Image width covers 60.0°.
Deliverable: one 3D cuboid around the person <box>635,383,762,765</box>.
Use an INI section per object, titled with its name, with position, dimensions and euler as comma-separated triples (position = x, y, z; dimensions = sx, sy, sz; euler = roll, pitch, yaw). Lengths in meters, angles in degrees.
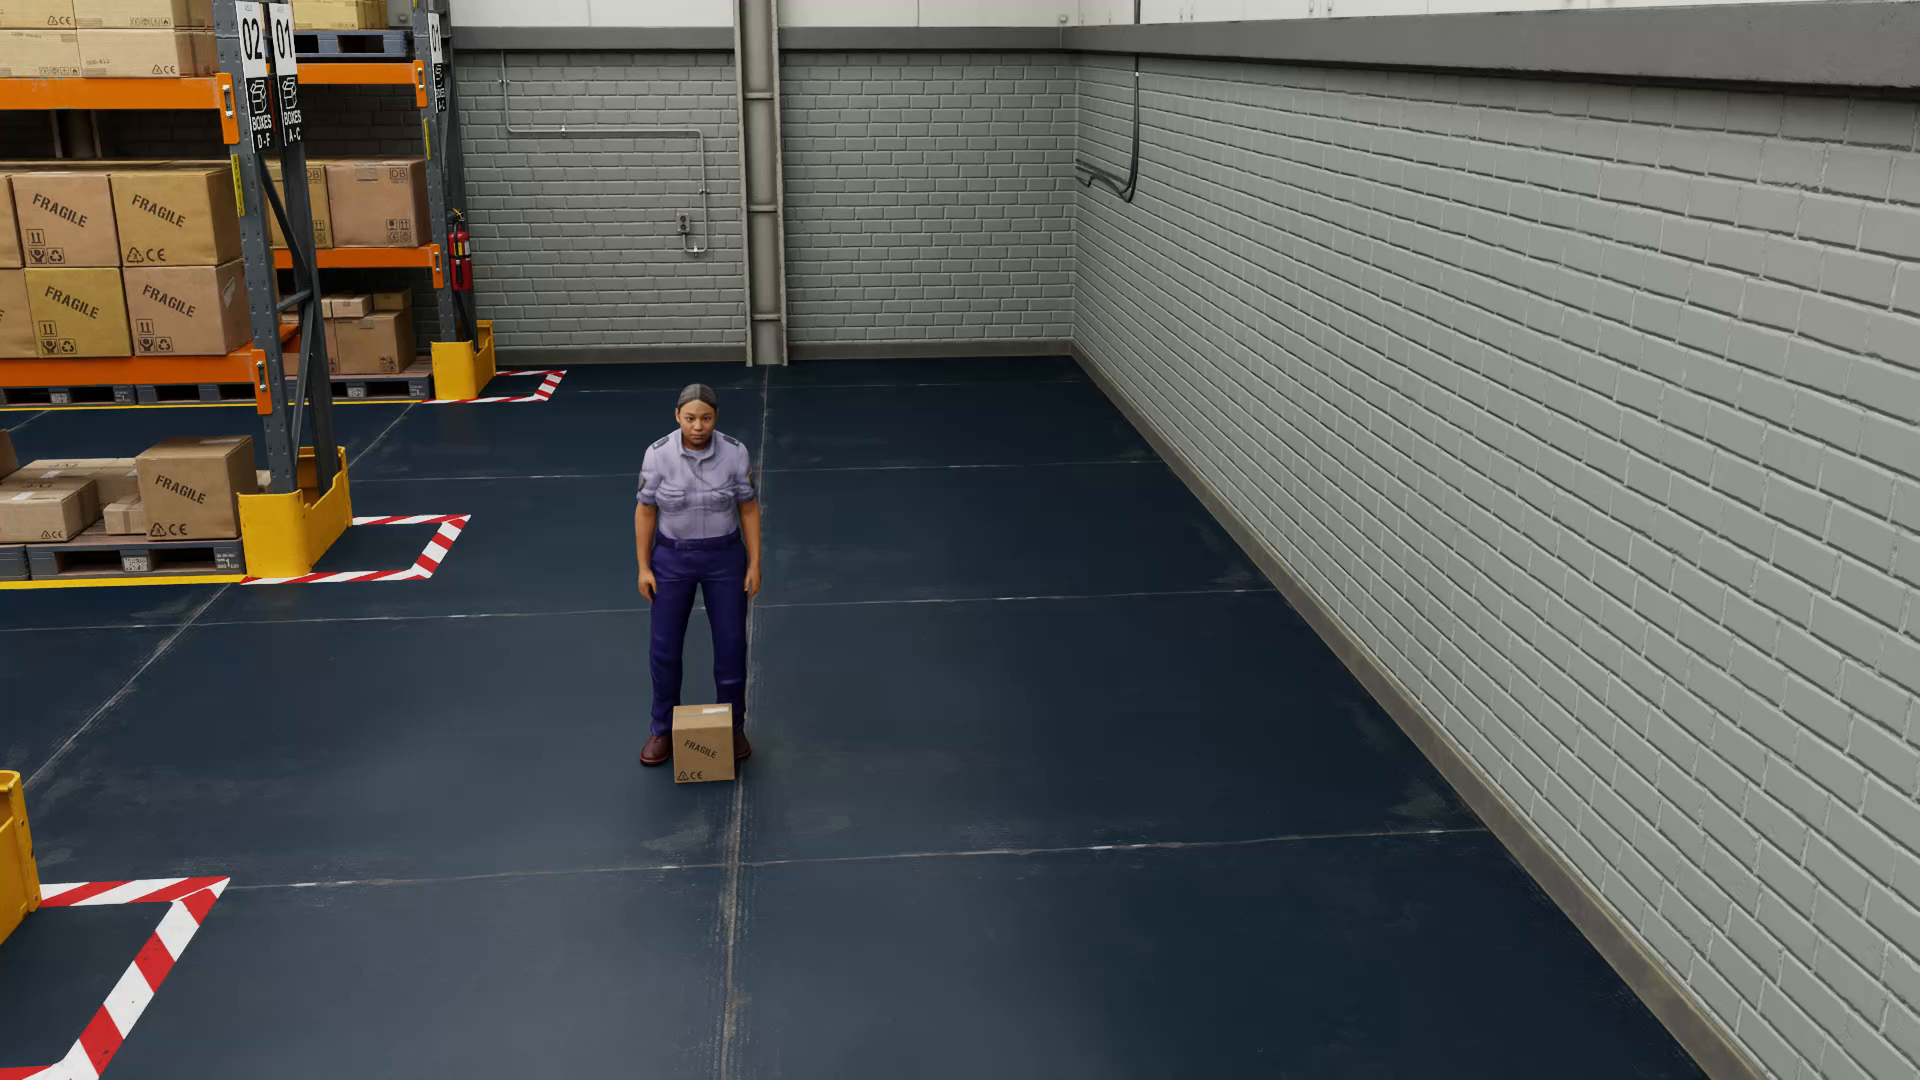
[person]
position = -1.130, 0.129, 7.129
dimensions = 0.564, 1.652, 0.369
euler = -3, 17, -9
